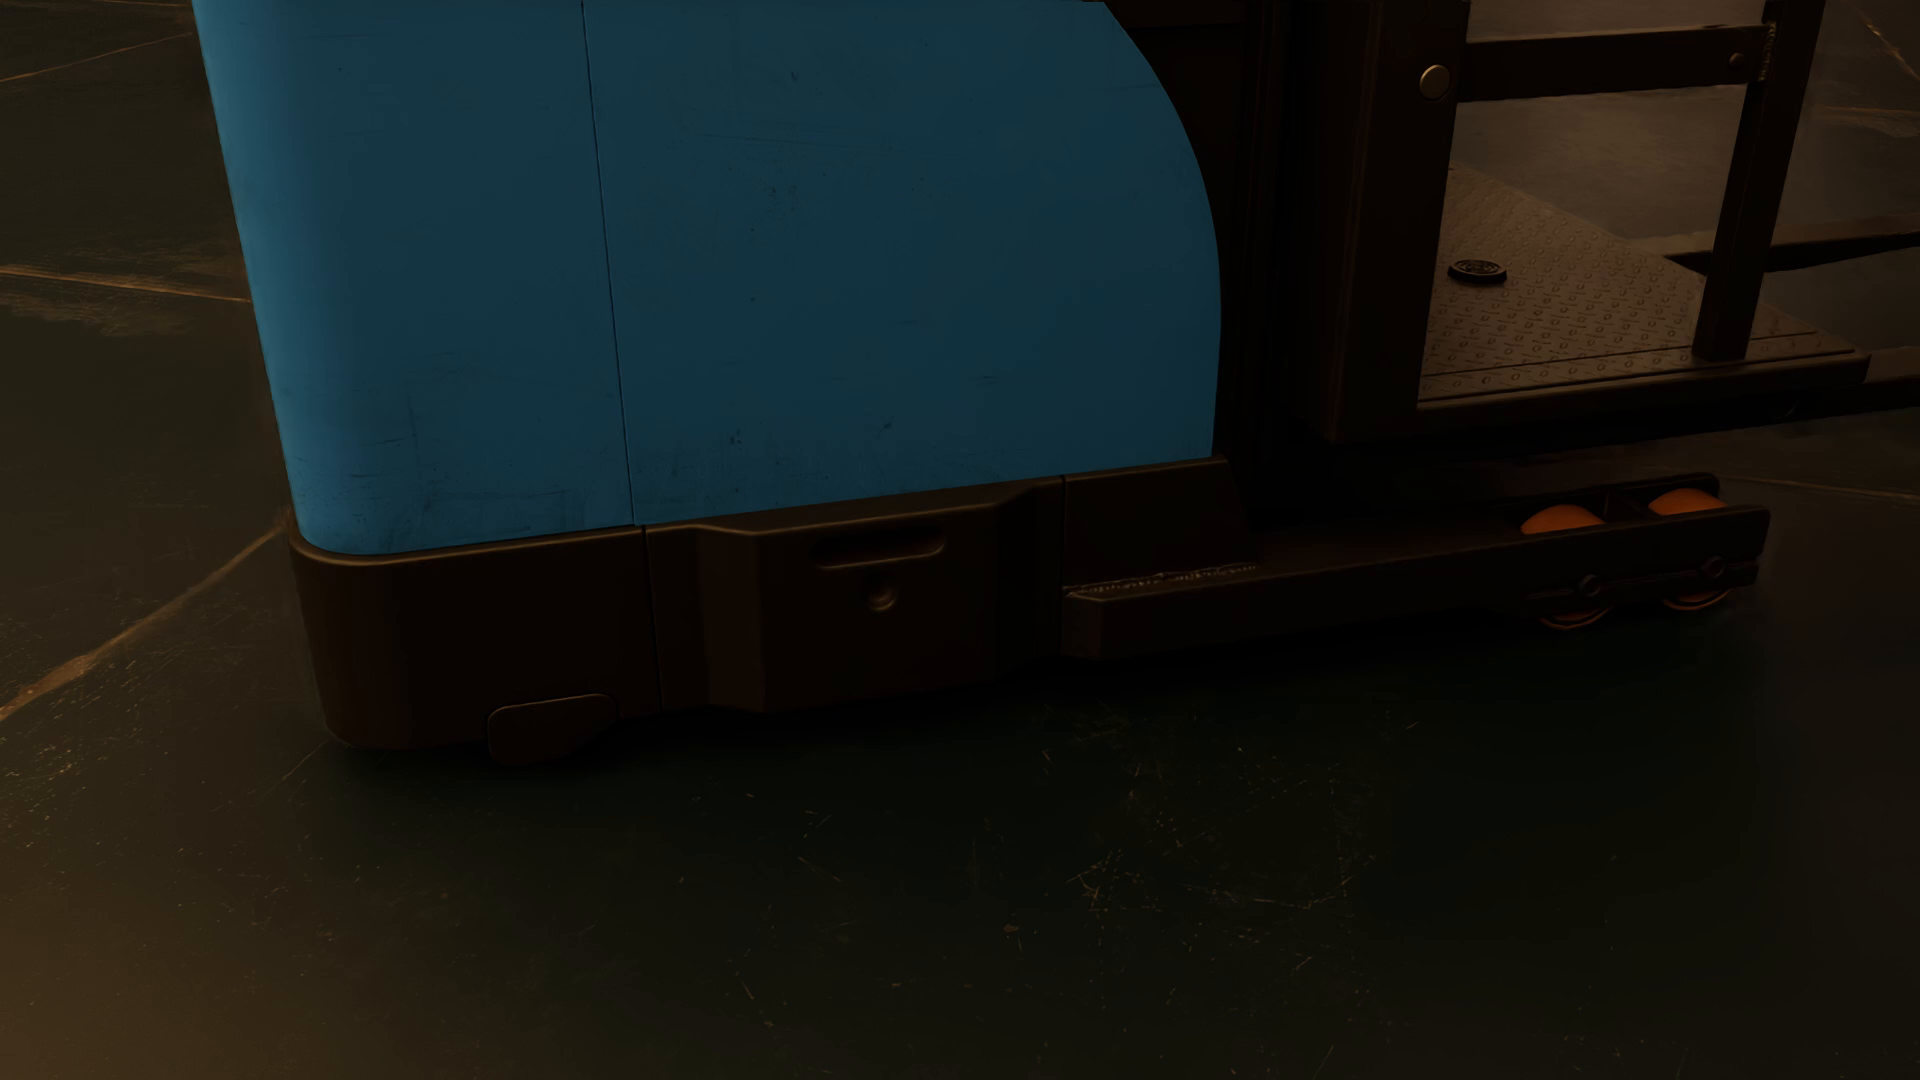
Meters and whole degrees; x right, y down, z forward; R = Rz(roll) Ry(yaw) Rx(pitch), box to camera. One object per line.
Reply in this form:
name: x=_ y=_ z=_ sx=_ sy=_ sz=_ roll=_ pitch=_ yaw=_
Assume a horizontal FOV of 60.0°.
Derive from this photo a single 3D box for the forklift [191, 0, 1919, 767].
forklift: x=0.603 y=-1.407 z=2.033 sx=3.031 sy=2.935 sz=1.130 roll=-7 pitch=28 yaw=-14
